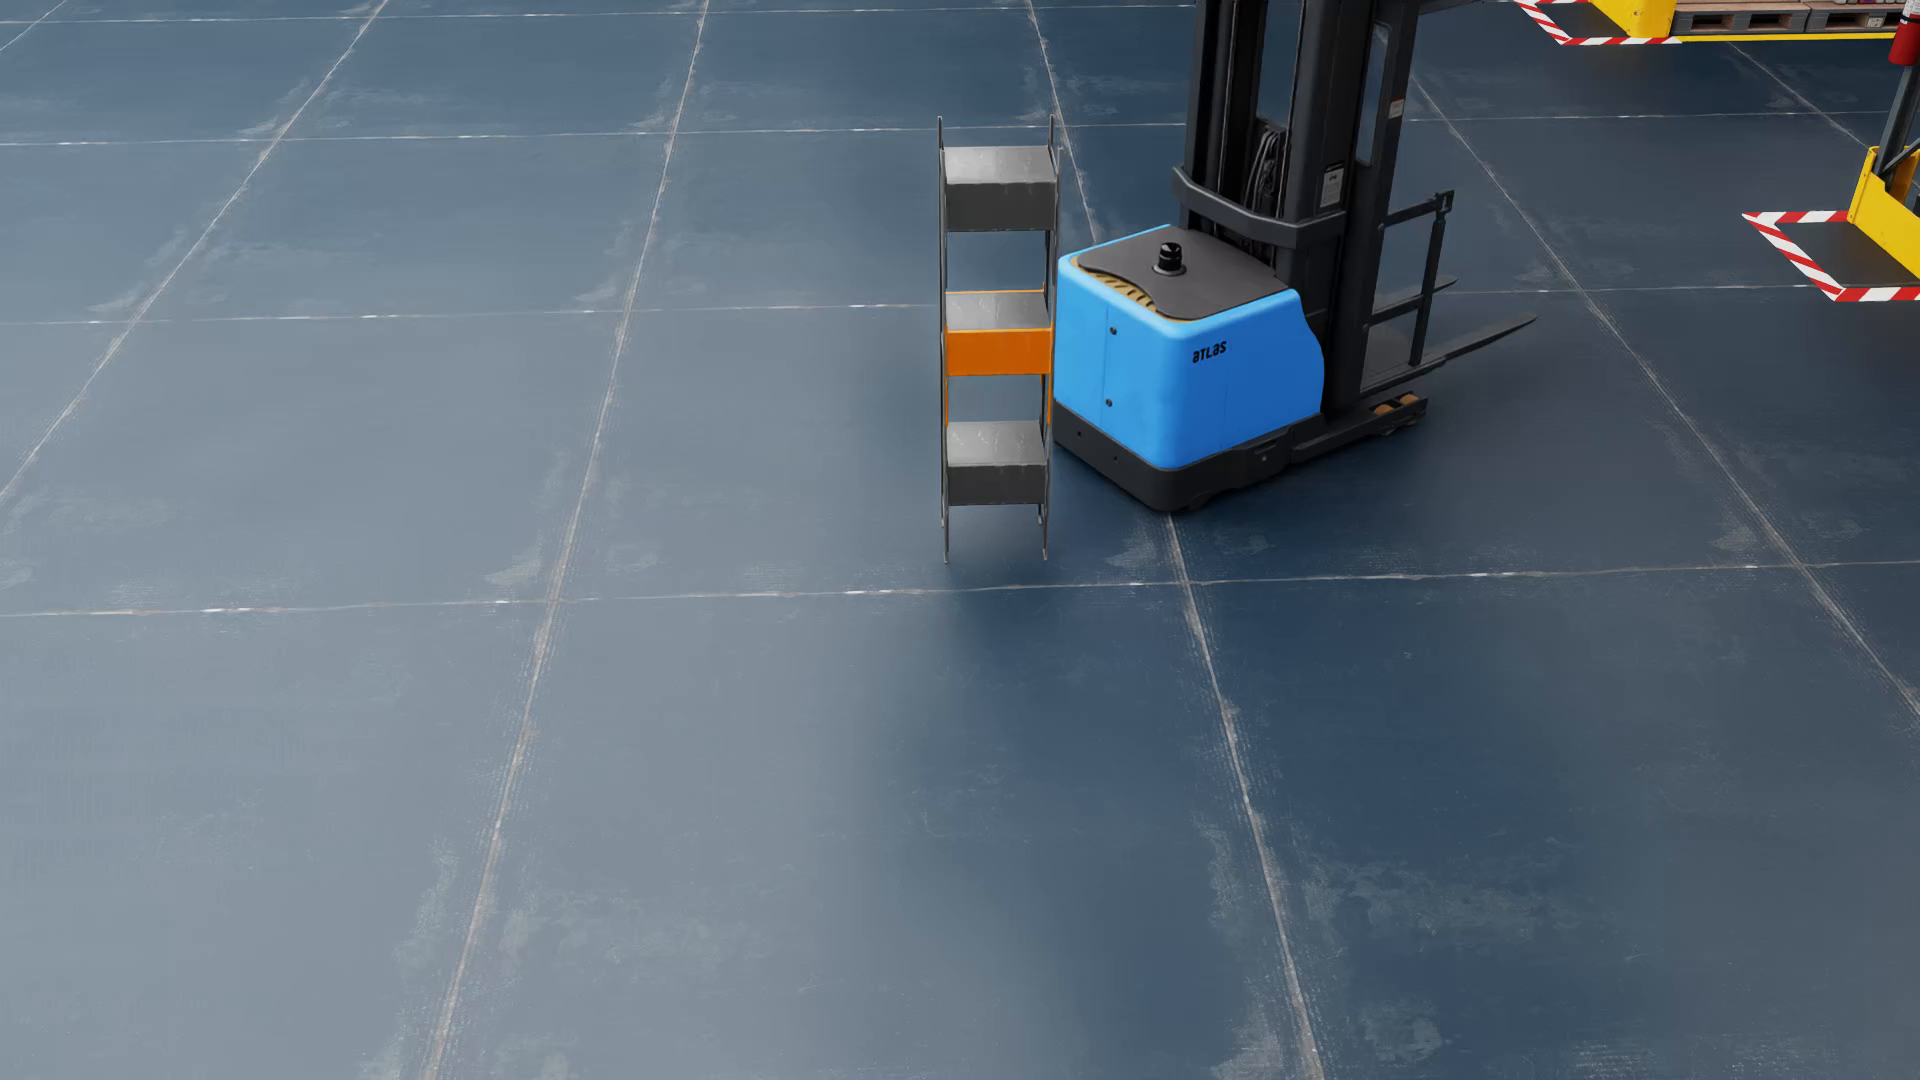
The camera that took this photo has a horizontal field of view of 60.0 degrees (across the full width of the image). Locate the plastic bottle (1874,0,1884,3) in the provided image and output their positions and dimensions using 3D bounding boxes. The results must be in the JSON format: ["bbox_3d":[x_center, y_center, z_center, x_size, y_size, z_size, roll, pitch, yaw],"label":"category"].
[{"bbox_3d":[8.153,-4.895,14.697,0.097,0.271,0.097,0,35,0],"label":"plastic bottle"}]

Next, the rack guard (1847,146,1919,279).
[{"bbox_3d":[6.295,-2.113,10.864,0.348,0.500,1.175,-2,35,-2],"label":"rack guard"}]

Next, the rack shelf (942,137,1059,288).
[{"bbox_3d":[0.165,-1.432,7.268,0.480,0.518,0.431,-2,35,-2],"label":"rack shelf"}]

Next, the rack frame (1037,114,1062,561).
[{"bbox_3d":[0.409,-0.874,7.668,0.015,2.100,0.400,-2,35,-2],"label":"rack frame"}]

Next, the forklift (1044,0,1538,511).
[{"bbox_3d":[1.957,-2.001,8.566,3.031,2.935,1.130,-21,40,-28],"label":"forklift"}]

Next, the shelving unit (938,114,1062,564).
[{"bbox_3d":[0.165,-0.868,7.659,0.503,2.100,0.431,-2,35,-2],"label":"shelving unit"}]

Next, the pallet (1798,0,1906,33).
[{"bbox_3d":[8.086,-4.887,15.126,1.213,0.211,1.003,-2,35,-2],"label":"pallet"}]

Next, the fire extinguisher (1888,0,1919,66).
[{"bbox_3d":[6.083,-3.366,10.546,0.183,0.674,0.296,-2,35,-2],"label":"fire extinguisher"}]

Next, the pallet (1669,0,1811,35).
[{"bbox_3d":[6.870,-4.856,15.081,1.213,0.211,1.003,-2,35,-2],"label":"pallet"}]

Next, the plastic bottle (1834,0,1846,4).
[{"bbox_3d":[7.811,-4.885,14.684,0.097,0.271,0.097,0,35,0],"label":"plastic bottle"}]

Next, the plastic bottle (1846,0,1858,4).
[{"bbox_3d":[7.914,-4.859,14.708,0.097,0.201,0.097,0,35,0],"label":"plastic bottle"}]

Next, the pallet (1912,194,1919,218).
[{"bbox_3d":[7.109,-1.996,10.949,1.213,0.211,1.003,-2,35,-2],"label":"pallet"}]

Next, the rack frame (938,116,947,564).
[{"bbox_3d":[-0.078,-0.861,7.649,0.015,2.100,0.400,-2,35,-2],"label":"rack frame"}]

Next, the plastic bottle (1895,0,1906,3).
[{"bbox_3d":[8.352,-4.871,14.725,0.097,0.201,0.097,0,35,0],"label":"plastic bottle"}]

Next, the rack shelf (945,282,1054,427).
[{"bbox_3d":[0.165,-0.857,7.667,0.480,0.518,0.431,-2,35,-2],"label":"rack shelf"}]

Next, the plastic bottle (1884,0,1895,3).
[{"bbox_3d":[8.253,-4.897,14.701,0.097,0.271,0.097,0,35,0],"label":"plastic bottle"}]

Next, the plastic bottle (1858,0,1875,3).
[{"bbox_3d":[8.038,-4.886,14.674,0.133,0.283,0.061,-1,35,-1],"label":"plastic bottle"}]

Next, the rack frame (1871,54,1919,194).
[{"bbox_3d":[6.219,-3.139,10.150,0.127,3.000,1.000,-2,35,-2],"label":"rack frame"}]

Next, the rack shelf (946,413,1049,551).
[{"bbox_3d":[0.165,-0.281,8.065,0.480,0.518,0.431,-2,35,-2],"label":"rack shelf"}]

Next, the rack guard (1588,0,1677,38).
[{"bbox_3d":[6.059,-4.955,14.971,0.348,0.500,1.175,-2,35,-2],"label":"rack guard"}]
